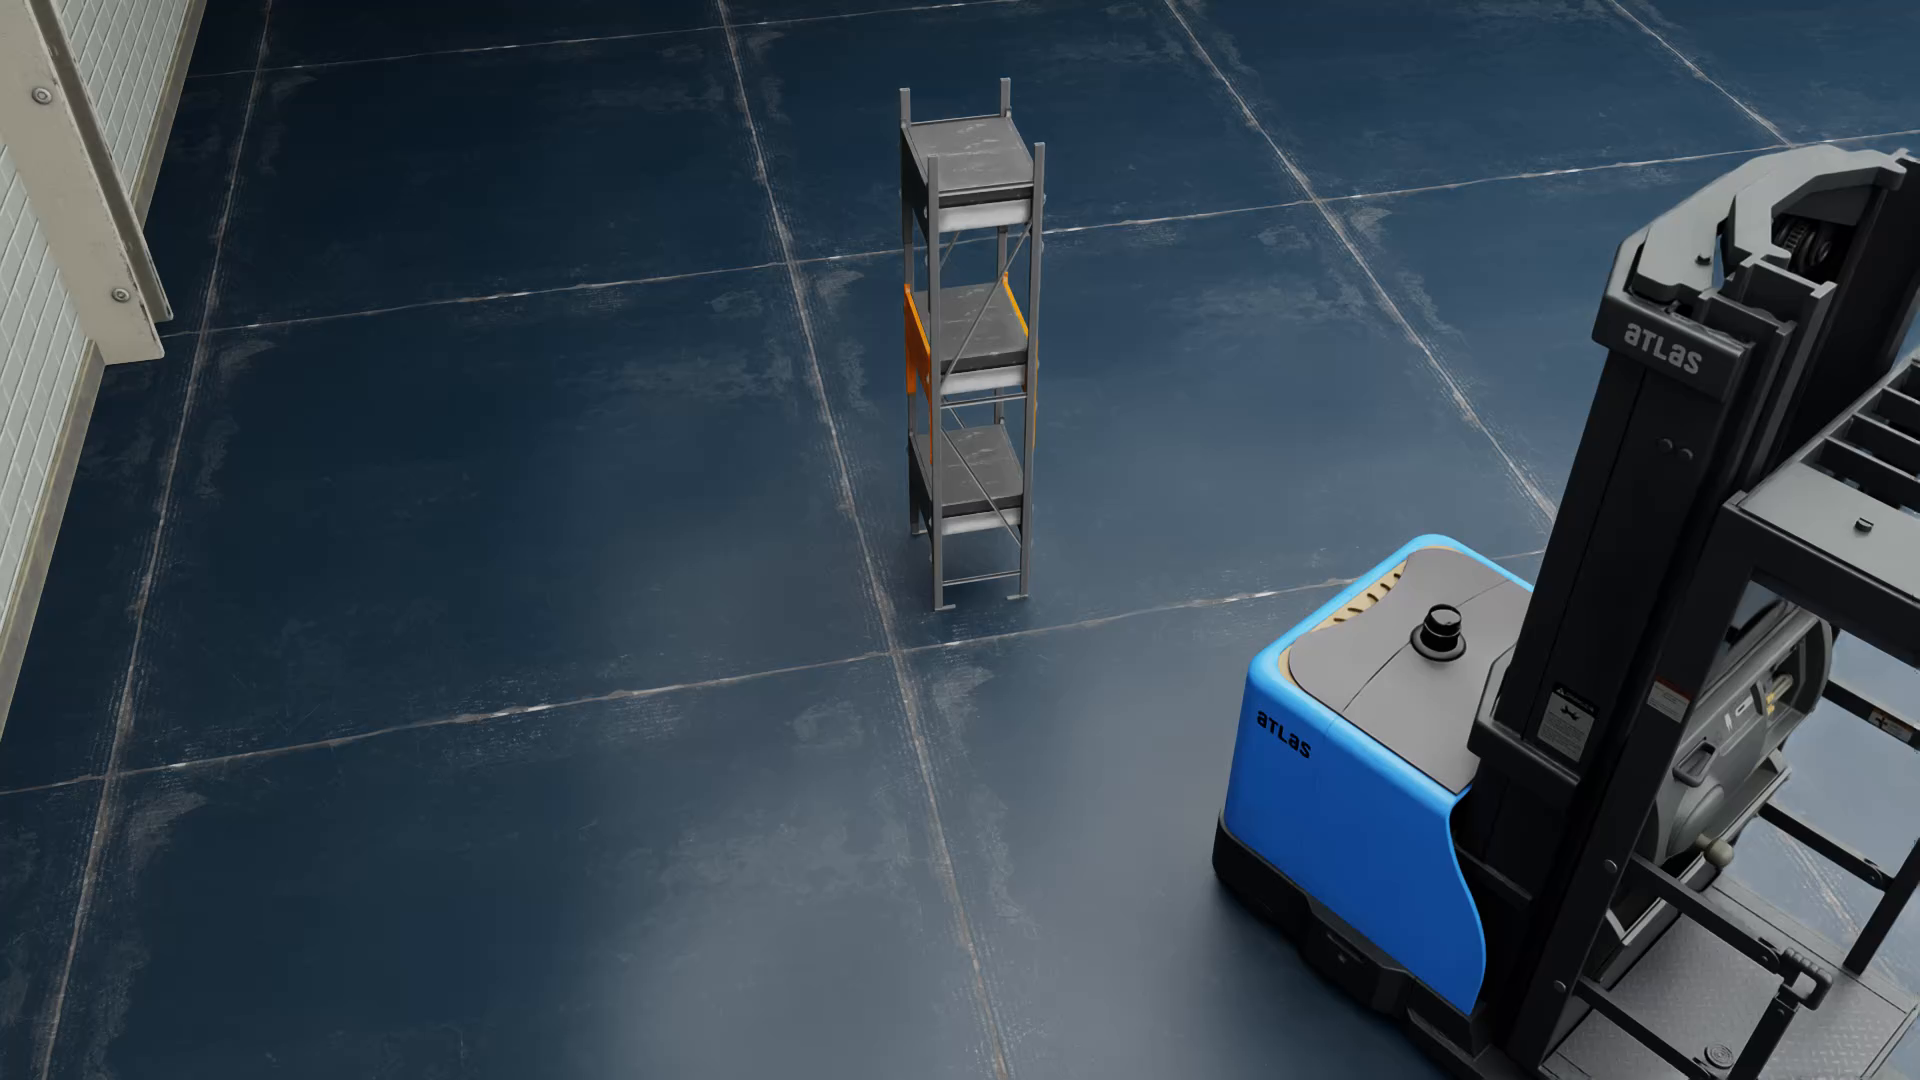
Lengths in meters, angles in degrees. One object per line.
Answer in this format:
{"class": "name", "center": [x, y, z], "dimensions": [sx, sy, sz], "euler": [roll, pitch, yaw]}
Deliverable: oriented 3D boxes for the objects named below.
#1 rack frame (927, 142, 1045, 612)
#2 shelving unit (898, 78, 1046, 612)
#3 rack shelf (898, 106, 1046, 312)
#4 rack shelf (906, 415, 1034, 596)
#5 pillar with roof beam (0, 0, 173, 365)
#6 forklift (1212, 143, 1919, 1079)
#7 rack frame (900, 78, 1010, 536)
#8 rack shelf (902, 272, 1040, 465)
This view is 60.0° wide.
{"class": "rack frame", "center": [0.088, -0.520, 6.254], "dimensions": [0.400, 2.100, 0.015], "euler": [-8, 42, -9]}
{"class": "shelving unit", "center": [0.036, -0.678, 6.432], "dimensions": [0.431, 2.100, 0.503], "euler": [-8, 42, -9]}
{"class": "rack shelf", "center": [0.036, -1.191, 5.976], "dimensions": [0.431, 0.518, 0.480], "euler": [-8, 42, -9]}
{"class": "rack shelf", "center": [0.036, -0.144, 6.906], "dimensions": [0.431, 0.518, 0.480], "euler": [-8, 42, -9]}
{"class": "pillar with roof beam", "center": [0.047, -4.994, 6.098], "dimensions": [9.100, 9.000, 0.400], "euler": [-8, 42, -9]}
{"class": "forklift", "center": [2.251, 0.600, 4.366], "dimensions": [1.130, 2.935, 3.031], "euler": [-31, 50, -30]}
{"class": "rack frame", "center": [-0.017, -0.836, 6.610], "dimensions": [0.400, 2.100, 0.015], "euler": [-8, 42, -9]}
{"class": "rack shelf", "center": [0.036, -0.668, 6.441], "dimensions": [0.431, 0.518, 0.480], "euler": [-8, 42, -9]}
